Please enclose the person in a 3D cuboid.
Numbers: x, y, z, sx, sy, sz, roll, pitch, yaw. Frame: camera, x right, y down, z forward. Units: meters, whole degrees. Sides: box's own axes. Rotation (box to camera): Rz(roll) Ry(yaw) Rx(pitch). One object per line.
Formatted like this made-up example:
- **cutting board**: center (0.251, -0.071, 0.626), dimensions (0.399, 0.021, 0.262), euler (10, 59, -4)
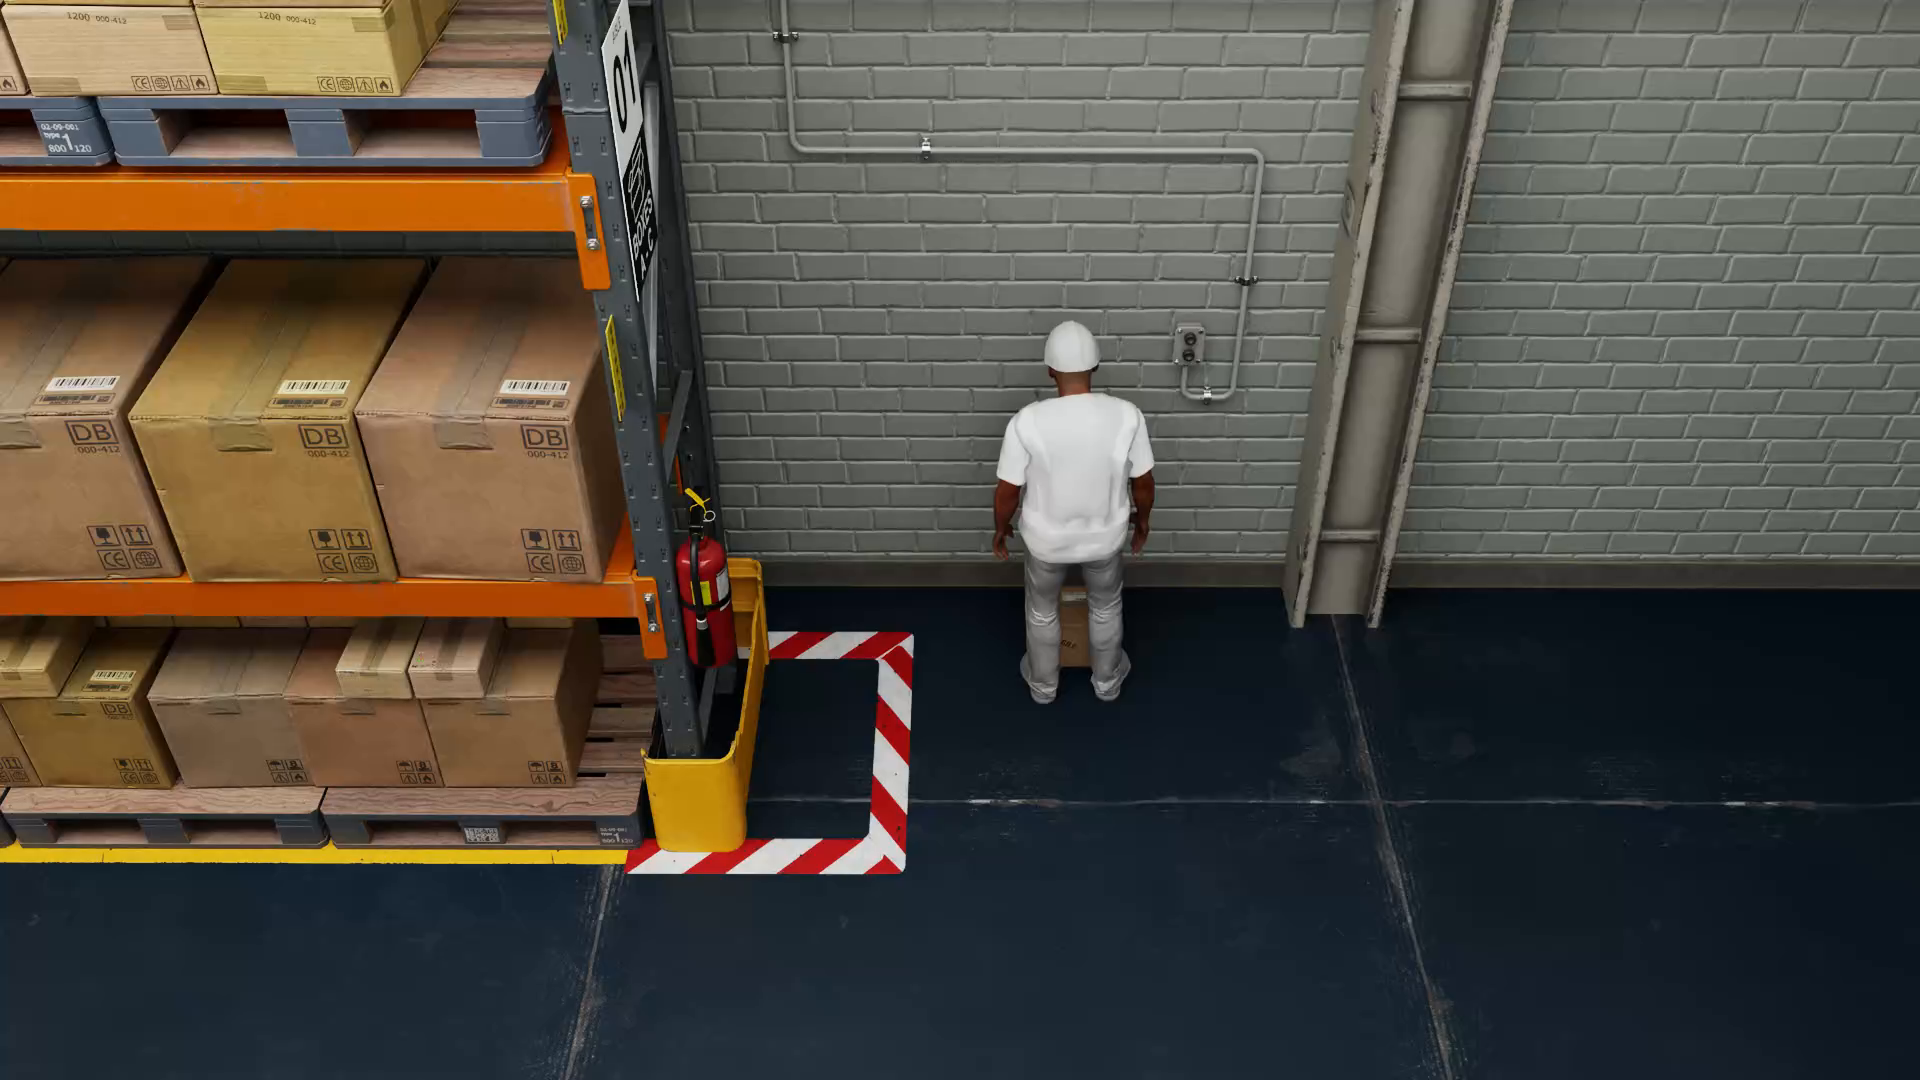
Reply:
- **person**: center (0.443, -0.064, 6.578), dimensions (0.634, 1.760, 0.459), euler (-2, 39, -3)
